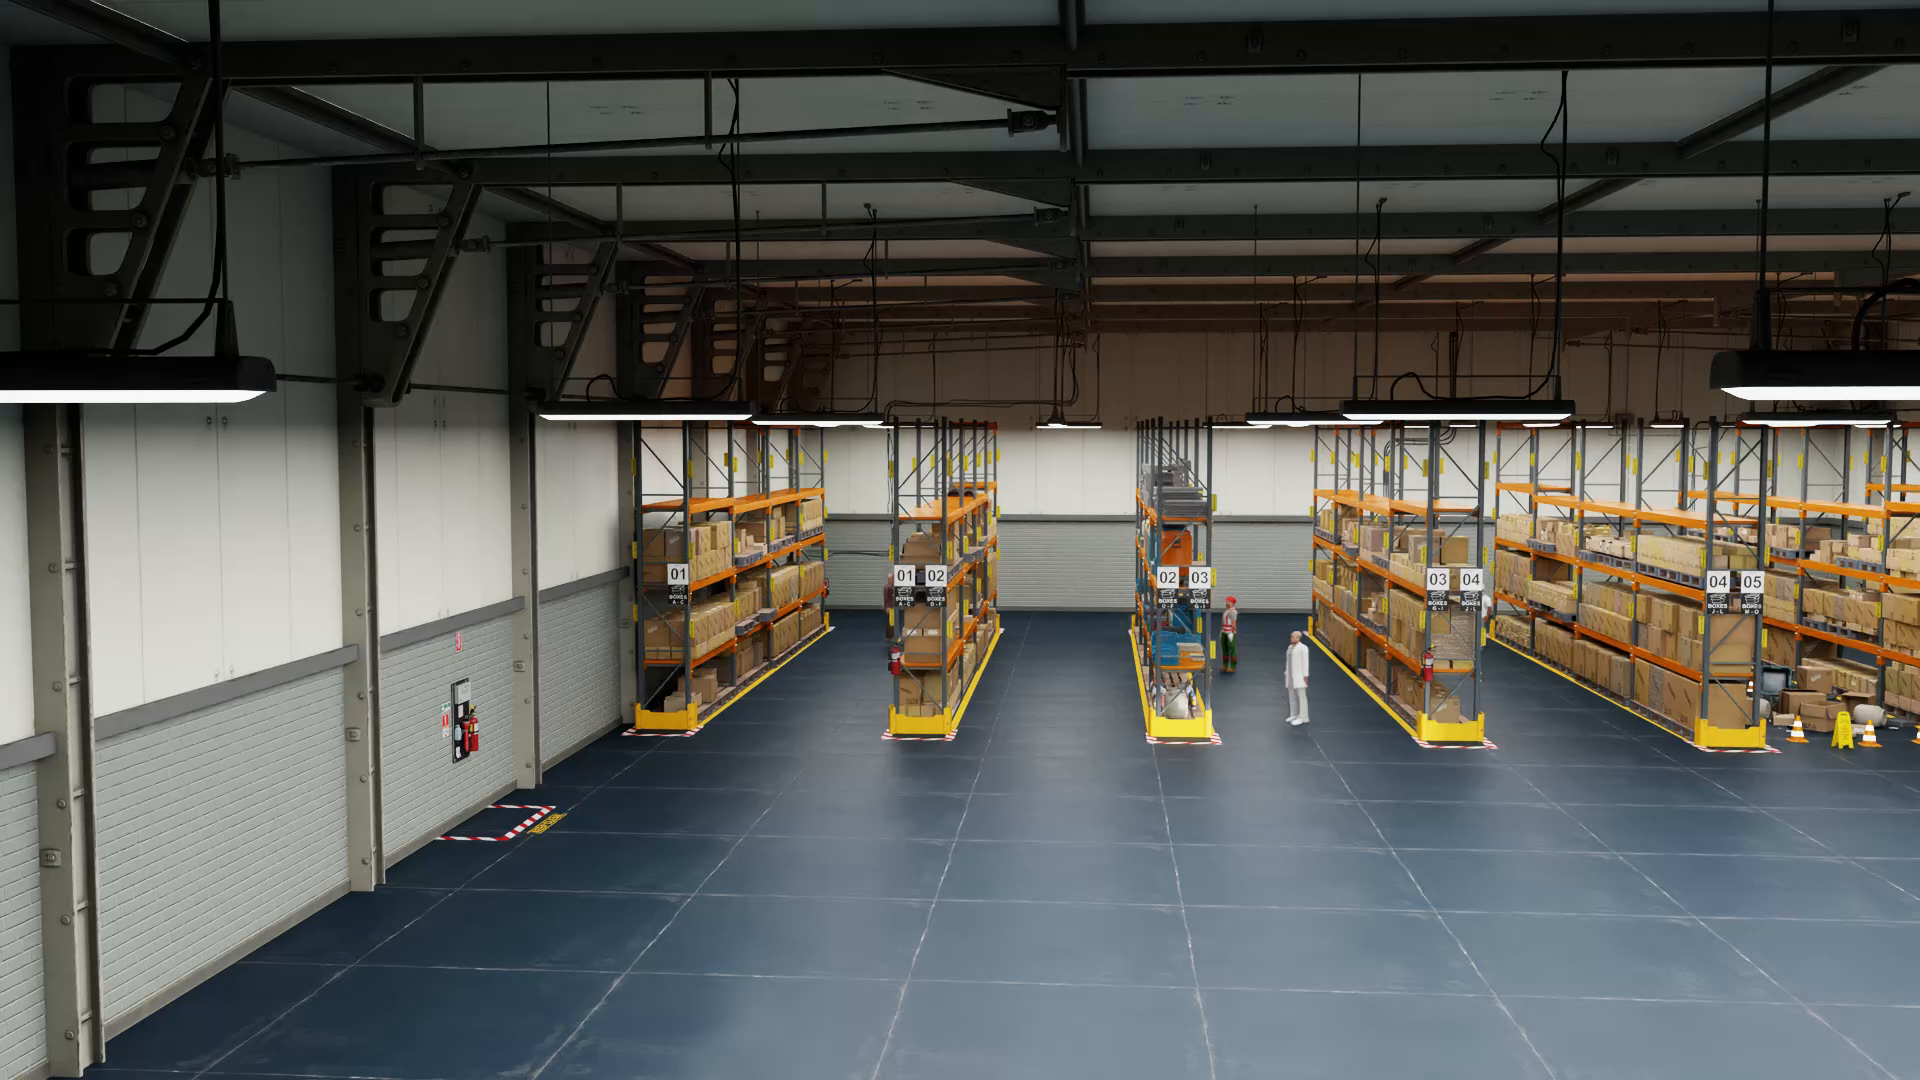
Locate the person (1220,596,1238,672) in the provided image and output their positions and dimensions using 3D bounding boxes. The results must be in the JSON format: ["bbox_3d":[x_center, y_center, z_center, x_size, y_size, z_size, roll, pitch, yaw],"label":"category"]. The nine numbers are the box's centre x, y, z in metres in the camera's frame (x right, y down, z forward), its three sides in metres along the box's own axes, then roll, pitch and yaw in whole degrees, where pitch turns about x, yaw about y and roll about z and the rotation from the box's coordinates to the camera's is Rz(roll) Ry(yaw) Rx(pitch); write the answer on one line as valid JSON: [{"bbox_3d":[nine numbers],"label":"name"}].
[{"bbox_3d":[6.404,2.230,39.649,0.402,1.794,0.595,-2,4,-25],"label":"person"}]

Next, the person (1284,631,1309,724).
[{"bbox_3d":[6.581,2.693,32.733,0.450,1.788,0.635,-2,4,-30],"label":"person"}]

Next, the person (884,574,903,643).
[{"bbox_3d":[-1.718,1.802,44.027,0.584,1.787,0.609,1,4,16],"label":"person"}]

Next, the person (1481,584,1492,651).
[{"bbox_3d":[13.492,2.037,43.165,0.557,1.778,0.674,0,4,7],"label":"person"}]
